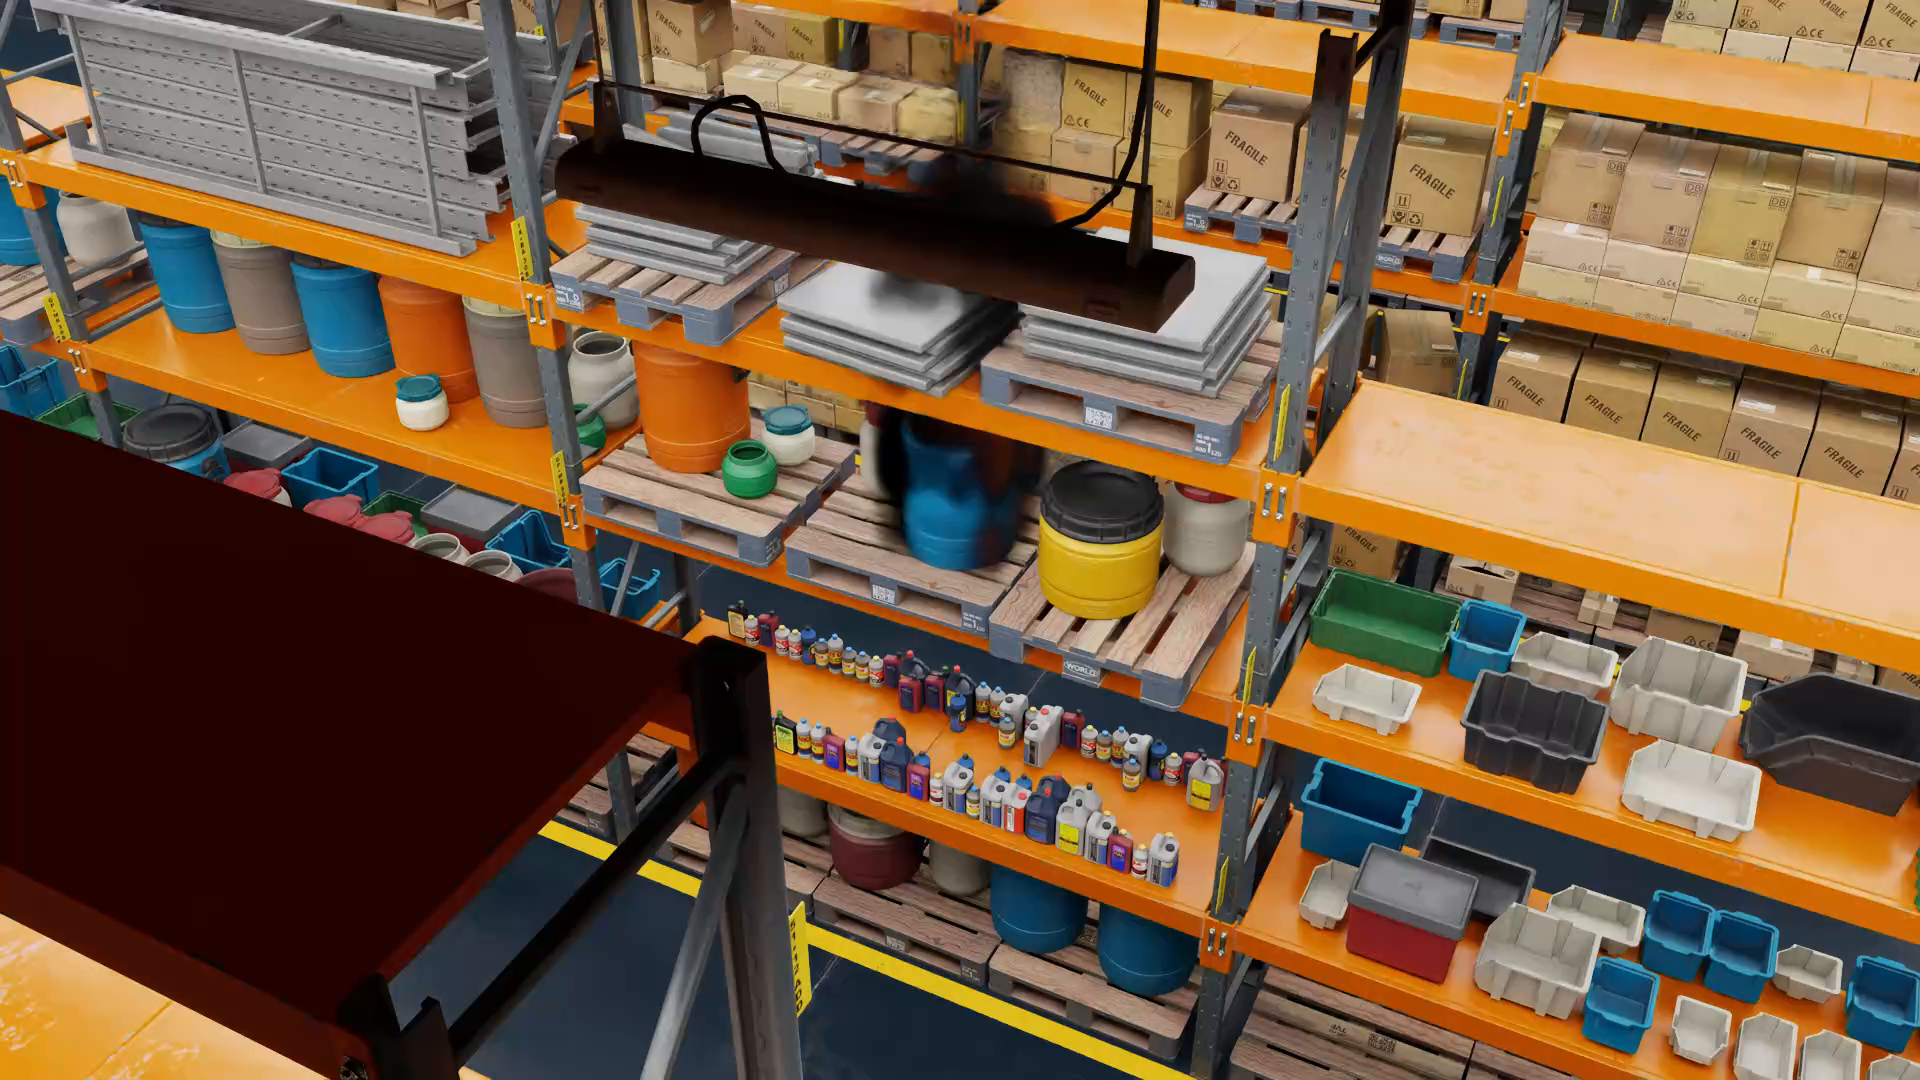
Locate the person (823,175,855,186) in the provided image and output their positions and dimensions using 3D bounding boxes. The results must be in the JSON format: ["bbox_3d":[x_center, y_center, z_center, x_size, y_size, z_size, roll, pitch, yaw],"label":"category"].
[{"bbox_3d":[-1.262,-3.127,16.816,0.633,1.740,0.715,14,37,18],"label":"person"}]
